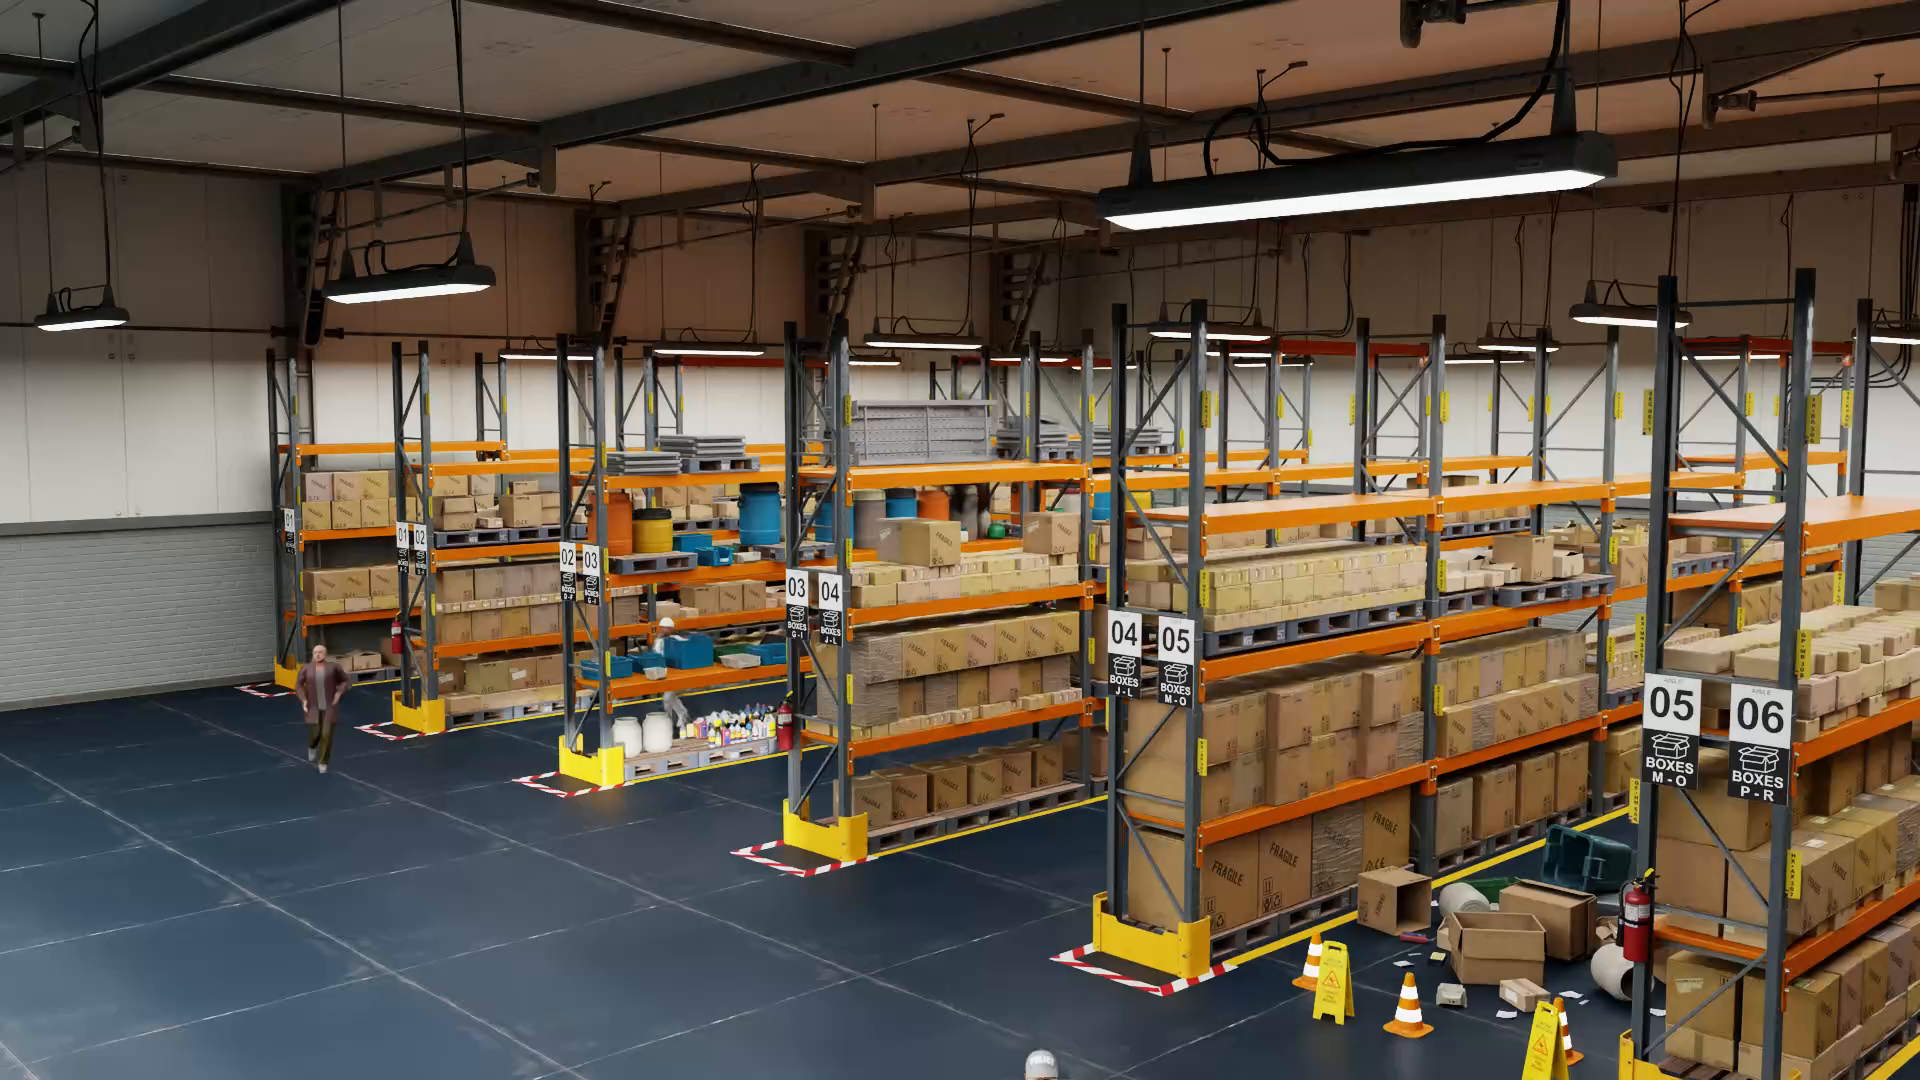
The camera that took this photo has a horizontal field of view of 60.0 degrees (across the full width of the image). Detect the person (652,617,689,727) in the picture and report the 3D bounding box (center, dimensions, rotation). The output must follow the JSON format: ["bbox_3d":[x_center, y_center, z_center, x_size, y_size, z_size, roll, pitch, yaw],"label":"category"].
[{"bbox_3d":[-4.435,2.075,25.505,0.622,1.803,0.900,3,6,32],"label":"person"}]

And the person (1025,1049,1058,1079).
[{"bbox_3d":[0.429,3.543,8.941,0.632,1.673,0.902,0,5,0],"label":"person"}]

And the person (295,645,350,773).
[{"bbox_3d":[-8.813,2.313,23.013,0.706,1.751,0.691,-2,5,-18],"label":"person"}]
